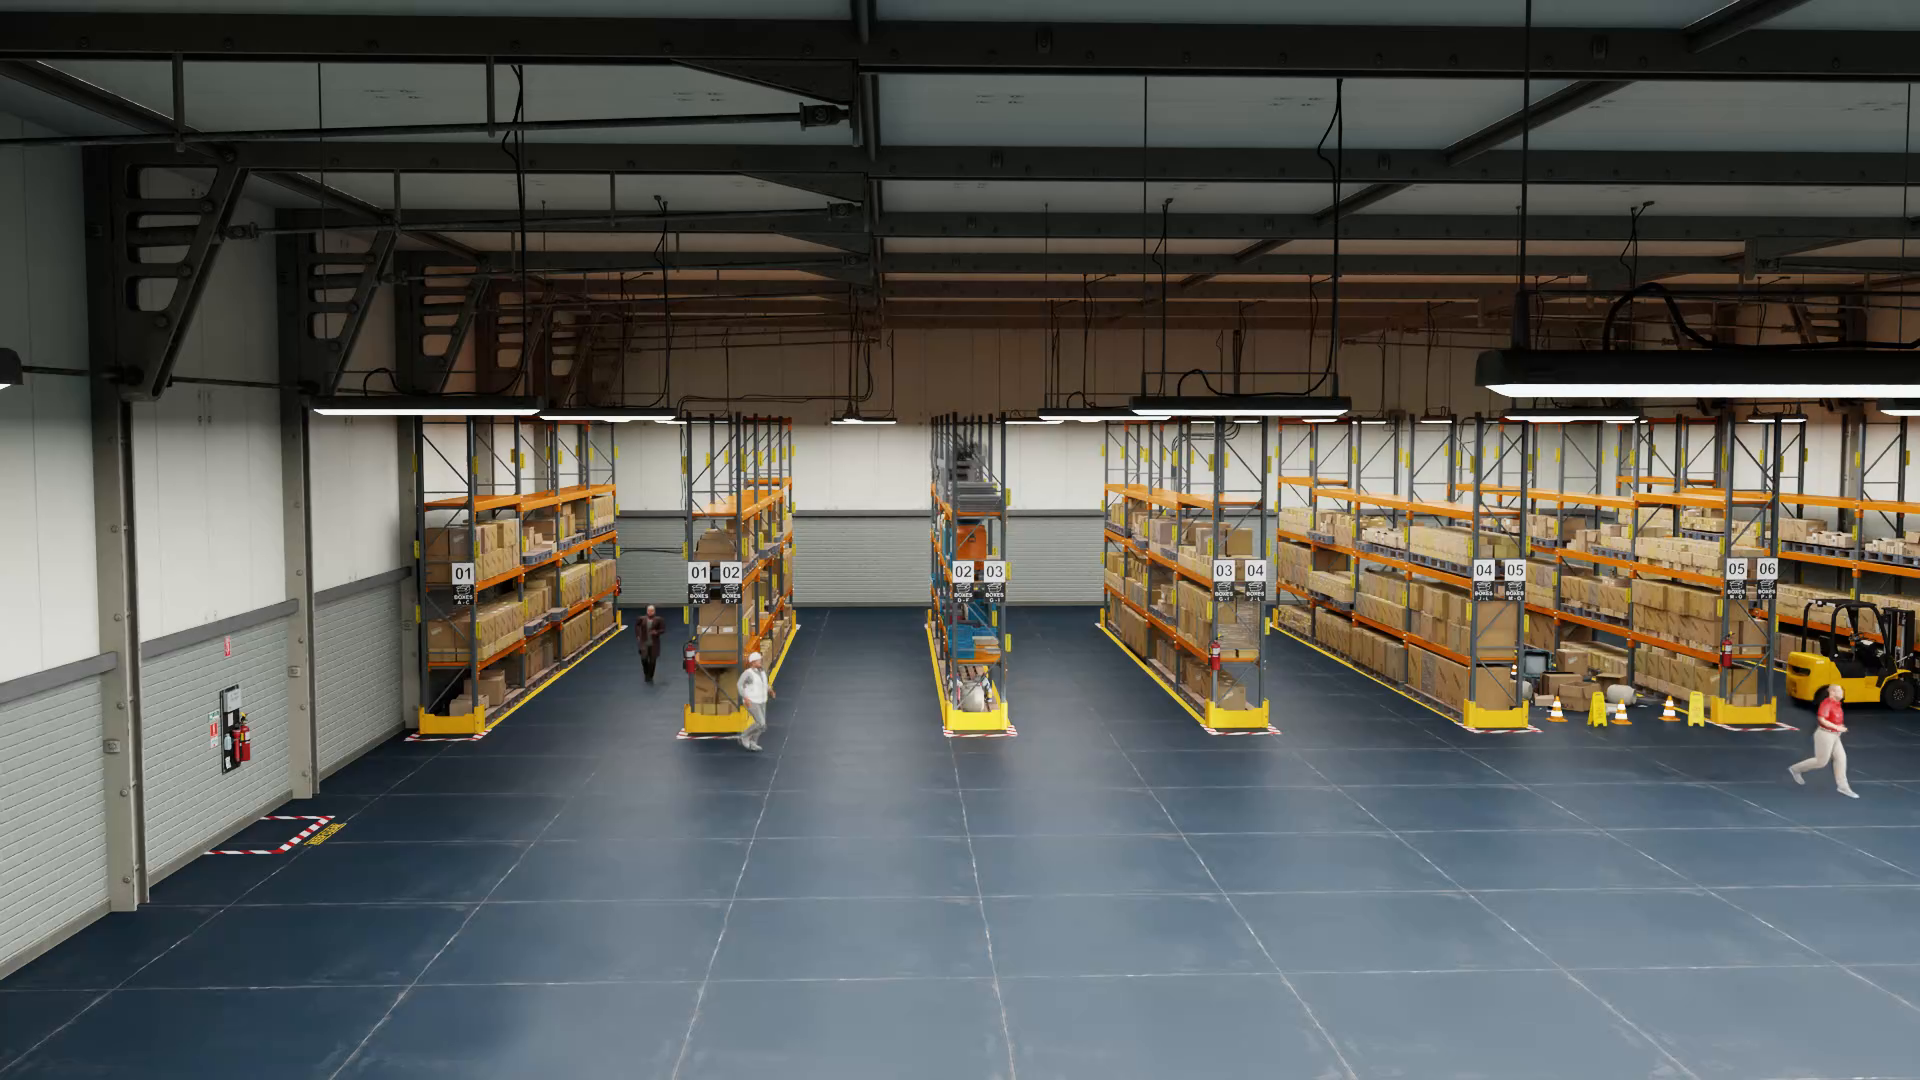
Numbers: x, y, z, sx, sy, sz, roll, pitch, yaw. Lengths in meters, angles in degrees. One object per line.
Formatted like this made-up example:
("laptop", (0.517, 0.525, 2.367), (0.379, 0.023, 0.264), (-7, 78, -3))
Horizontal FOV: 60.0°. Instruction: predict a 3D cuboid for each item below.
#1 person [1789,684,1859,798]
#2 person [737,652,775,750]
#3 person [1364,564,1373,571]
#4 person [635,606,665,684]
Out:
("person", (13.529, 3.103, 25.987), (1.012, 1.731, 0.686), (4, 5, 42))
("person", (-3.575, 2.853, 29.402), (0.569, 1.739, 0.672), (2, 4, 29))
("person", (12.180, 1.549, 49.272), (0.769, 1.697, 0.586), (0, 4, 3))
("person", (-6.895, 2.330, 36.981), (0.691, 1.763, 0.799), (-1, 4, -8))
